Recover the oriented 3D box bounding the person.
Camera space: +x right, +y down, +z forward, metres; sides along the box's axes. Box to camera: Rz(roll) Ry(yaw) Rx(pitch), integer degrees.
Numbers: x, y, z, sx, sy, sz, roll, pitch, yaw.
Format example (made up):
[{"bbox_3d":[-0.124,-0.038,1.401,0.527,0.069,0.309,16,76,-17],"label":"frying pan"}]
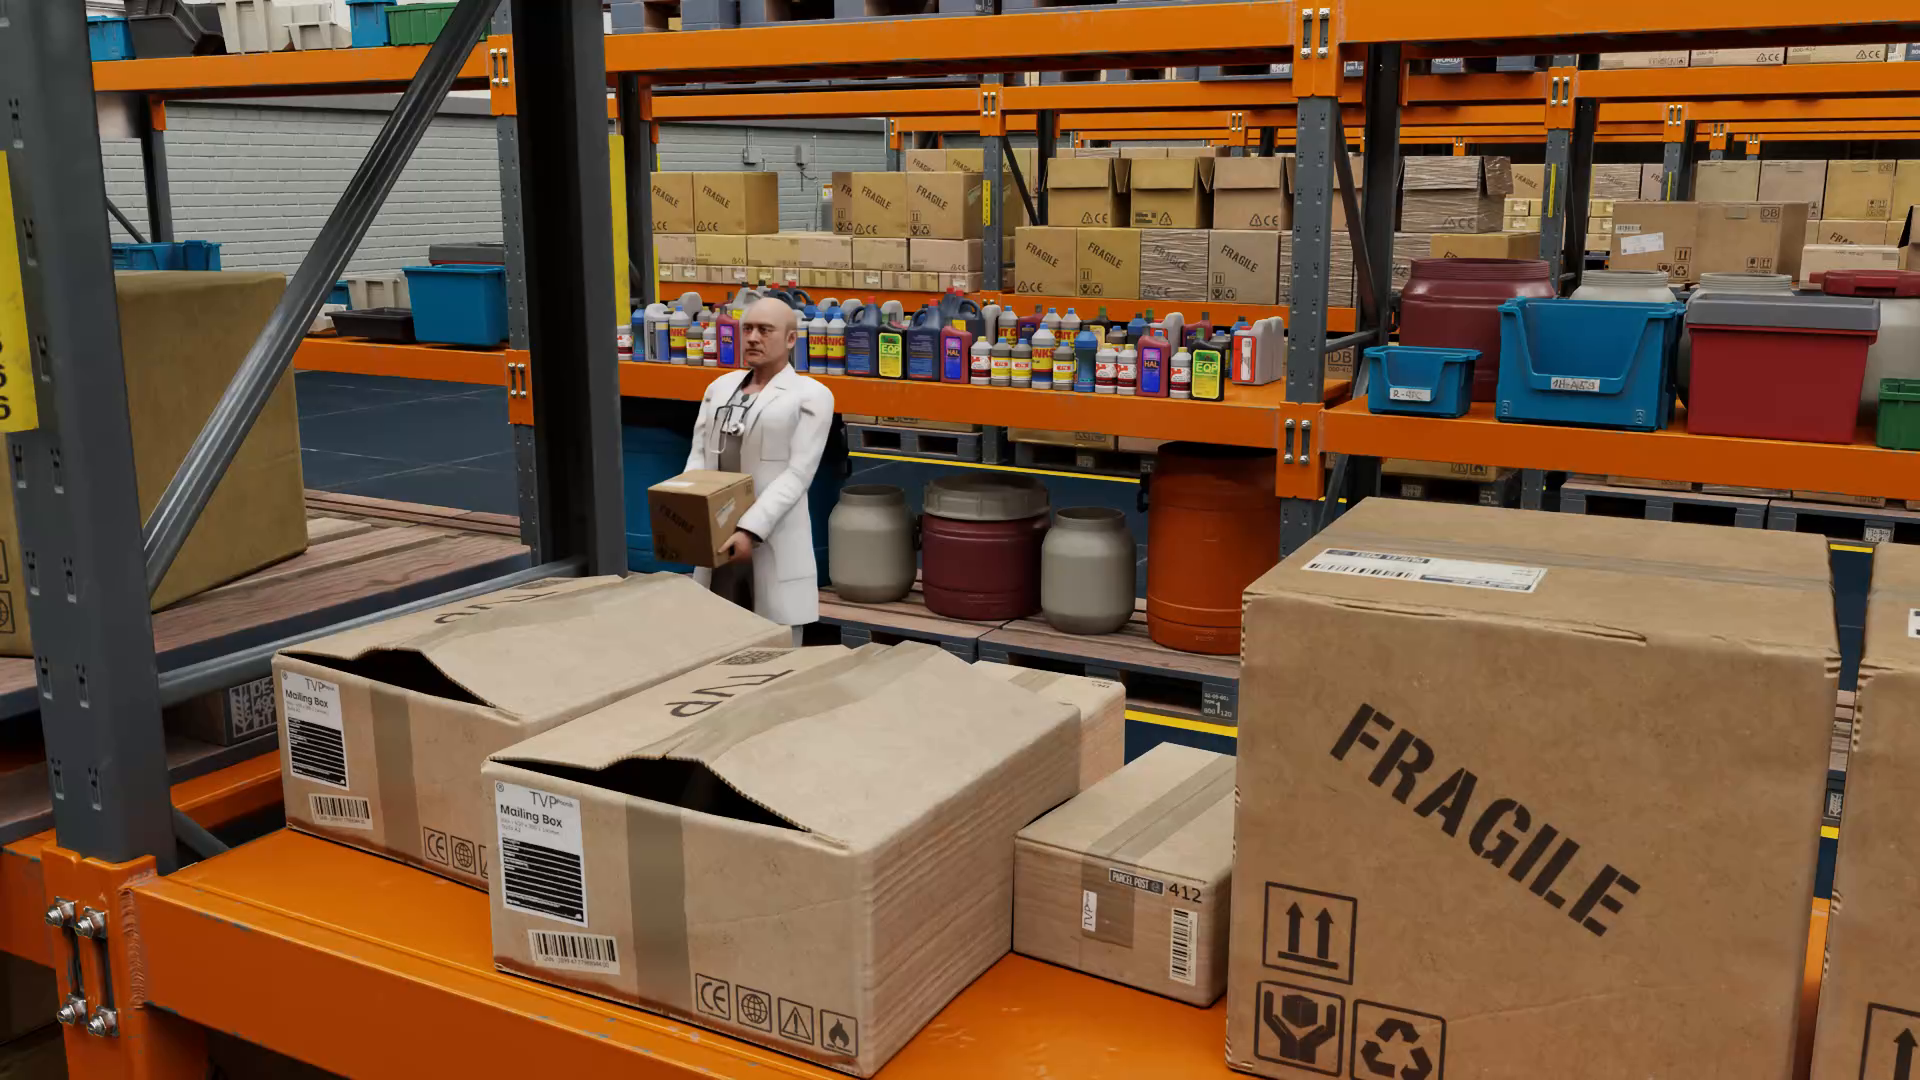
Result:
[{"bbox_3d":[-0.748,0.073,5.686,0.530,1.769,0.563,7,14,29],"label":"person"}]
